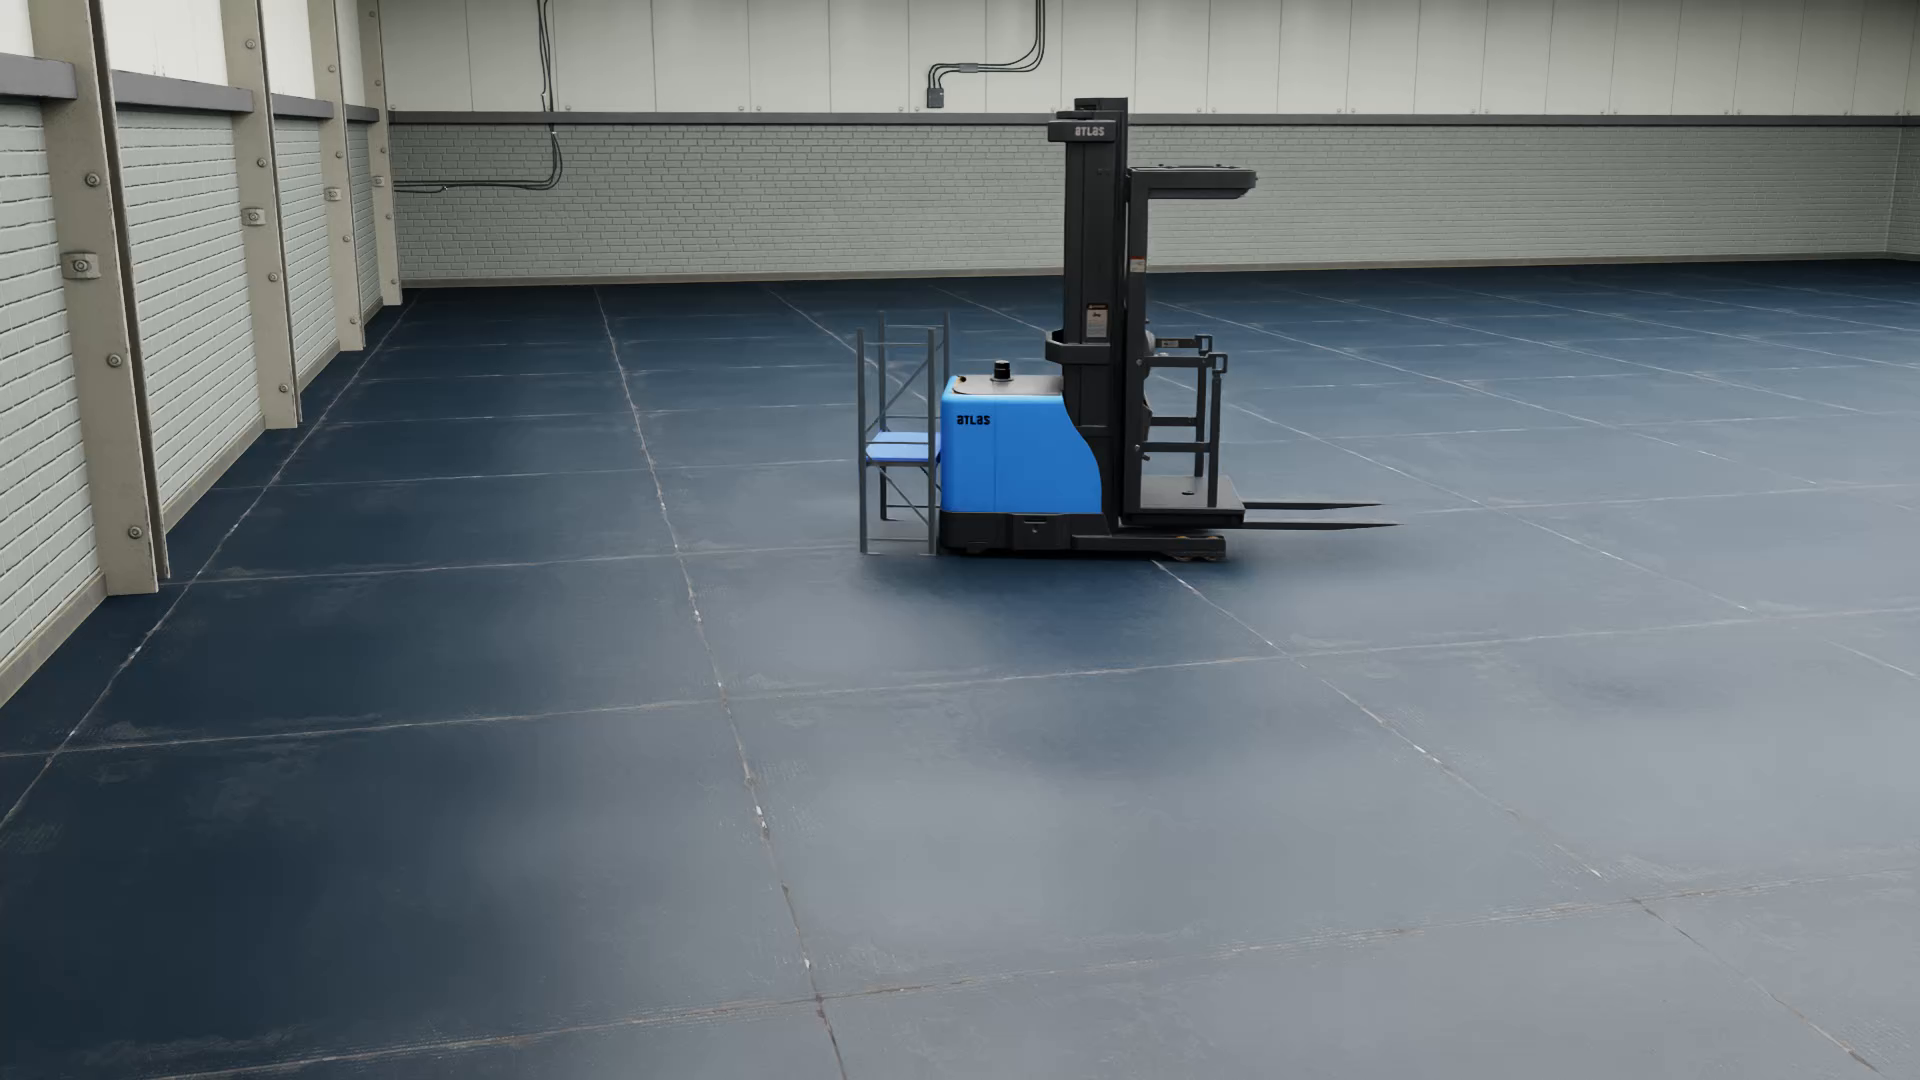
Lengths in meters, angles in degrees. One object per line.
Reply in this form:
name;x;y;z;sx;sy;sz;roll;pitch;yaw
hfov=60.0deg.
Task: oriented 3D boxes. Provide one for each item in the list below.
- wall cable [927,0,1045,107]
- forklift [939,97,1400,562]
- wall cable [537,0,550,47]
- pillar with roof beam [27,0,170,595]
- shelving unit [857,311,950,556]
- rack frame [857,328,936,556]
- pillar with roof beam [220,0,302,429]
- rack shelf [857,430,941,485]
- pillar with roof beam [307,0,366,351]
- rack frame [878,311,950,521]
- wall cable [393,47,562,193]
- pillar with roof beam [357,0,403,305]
wall cable;0.512;-11.172;31.028;2.305;6.003;0.169;-3;14;-13
forklift;1.396;-1.410;11.023;3.031;2.935;1.130;1;14;3
wall cable;-6.090;-10.090;29.667;3.097;2.526;0.112;-3;14;-13
pillar with roof beam;-0.901;-4.328;10.183;9.100;9.000;0.400;-3;14;-13
shelving unit;-0.368;-0.749;11.333;0.538;1.500;1.048;1;14;5
rack frame;-0.411;-0.629;10.841;0.500;1.500;0.032;1;14;5
pillar with roof beam;-2.310;-5.713;15.848;9.100;9.000;0.400;-3;14;-13
rack shelf;-0.368;-0.574;11.376;0.538;0.185;1.000;1;14;5
pillar with roof beam;-3.719;-7.097;21.514;9.100;9.000;0.400;-3;14;-13
rack frame;-0.324;-0.869;11.825;0.500;1.500;0.032;1;14;5
wall cable;-8.719;-7.486;29.649;3.097;2.526;0.112;-3;14;-13
pillar with roof beam;-5.128;-8.481;27.180;9.100;9.000;0.400;-3;14;-13
